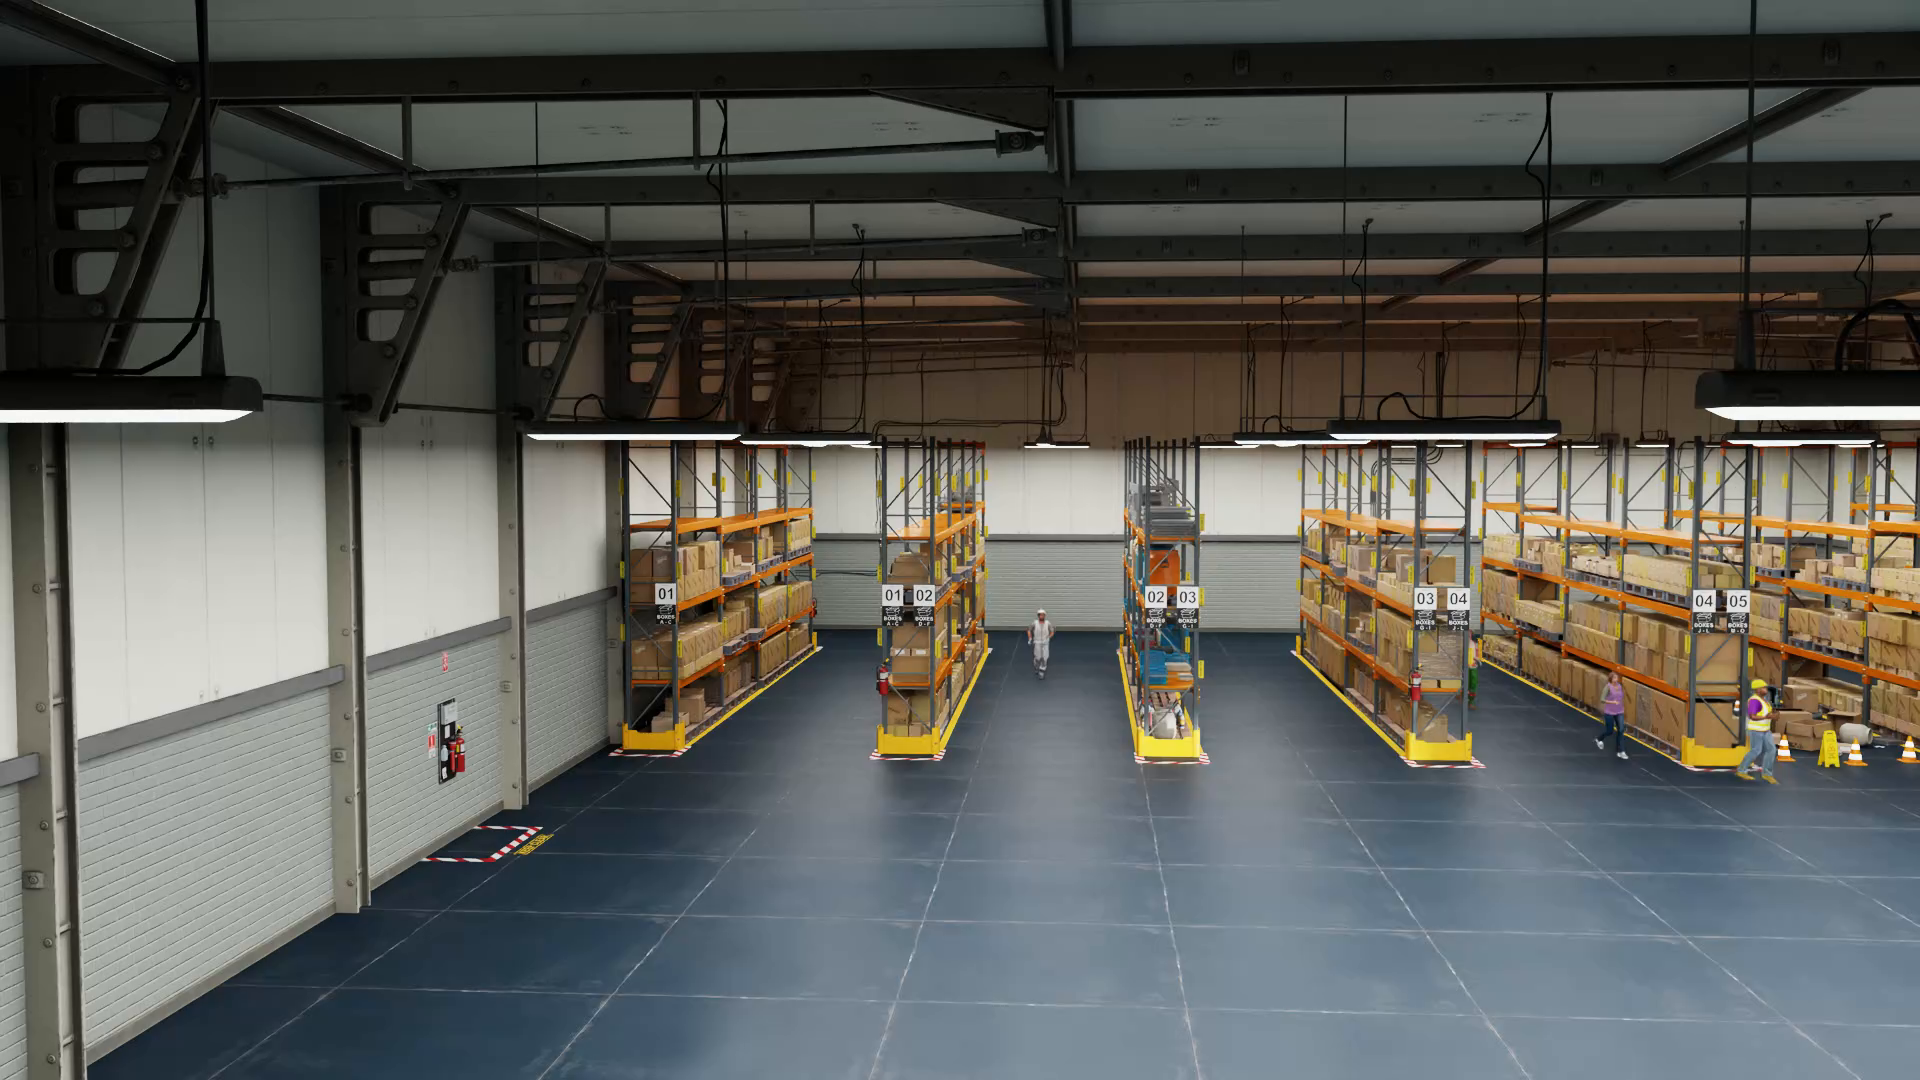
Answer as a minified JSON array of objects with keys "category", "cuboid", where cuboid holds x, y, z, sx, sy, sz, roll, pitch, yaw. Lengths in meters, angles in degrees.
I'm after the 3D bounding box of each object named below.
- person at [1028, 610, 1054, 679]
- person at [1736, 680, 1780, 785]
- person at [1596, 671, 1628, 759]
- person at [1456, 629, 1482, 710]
[{"category":"person","cuboid":[2.043,2.620,41.726,0.653,1.742,0.587,0,3,-4]},{"category":"person","cuboid":[13.772,3.310,28.661,0.695,1.820,0.697,-3,4,-44]},{"category":"person","cuboid":[12.214,3.244,31.058,0.541,1.574,0.838,-1,3,-12]},{"category":"person","cuboid":[11.322,2.856,37.044,0.655,1.769,0.835,0,3,-7]}]
